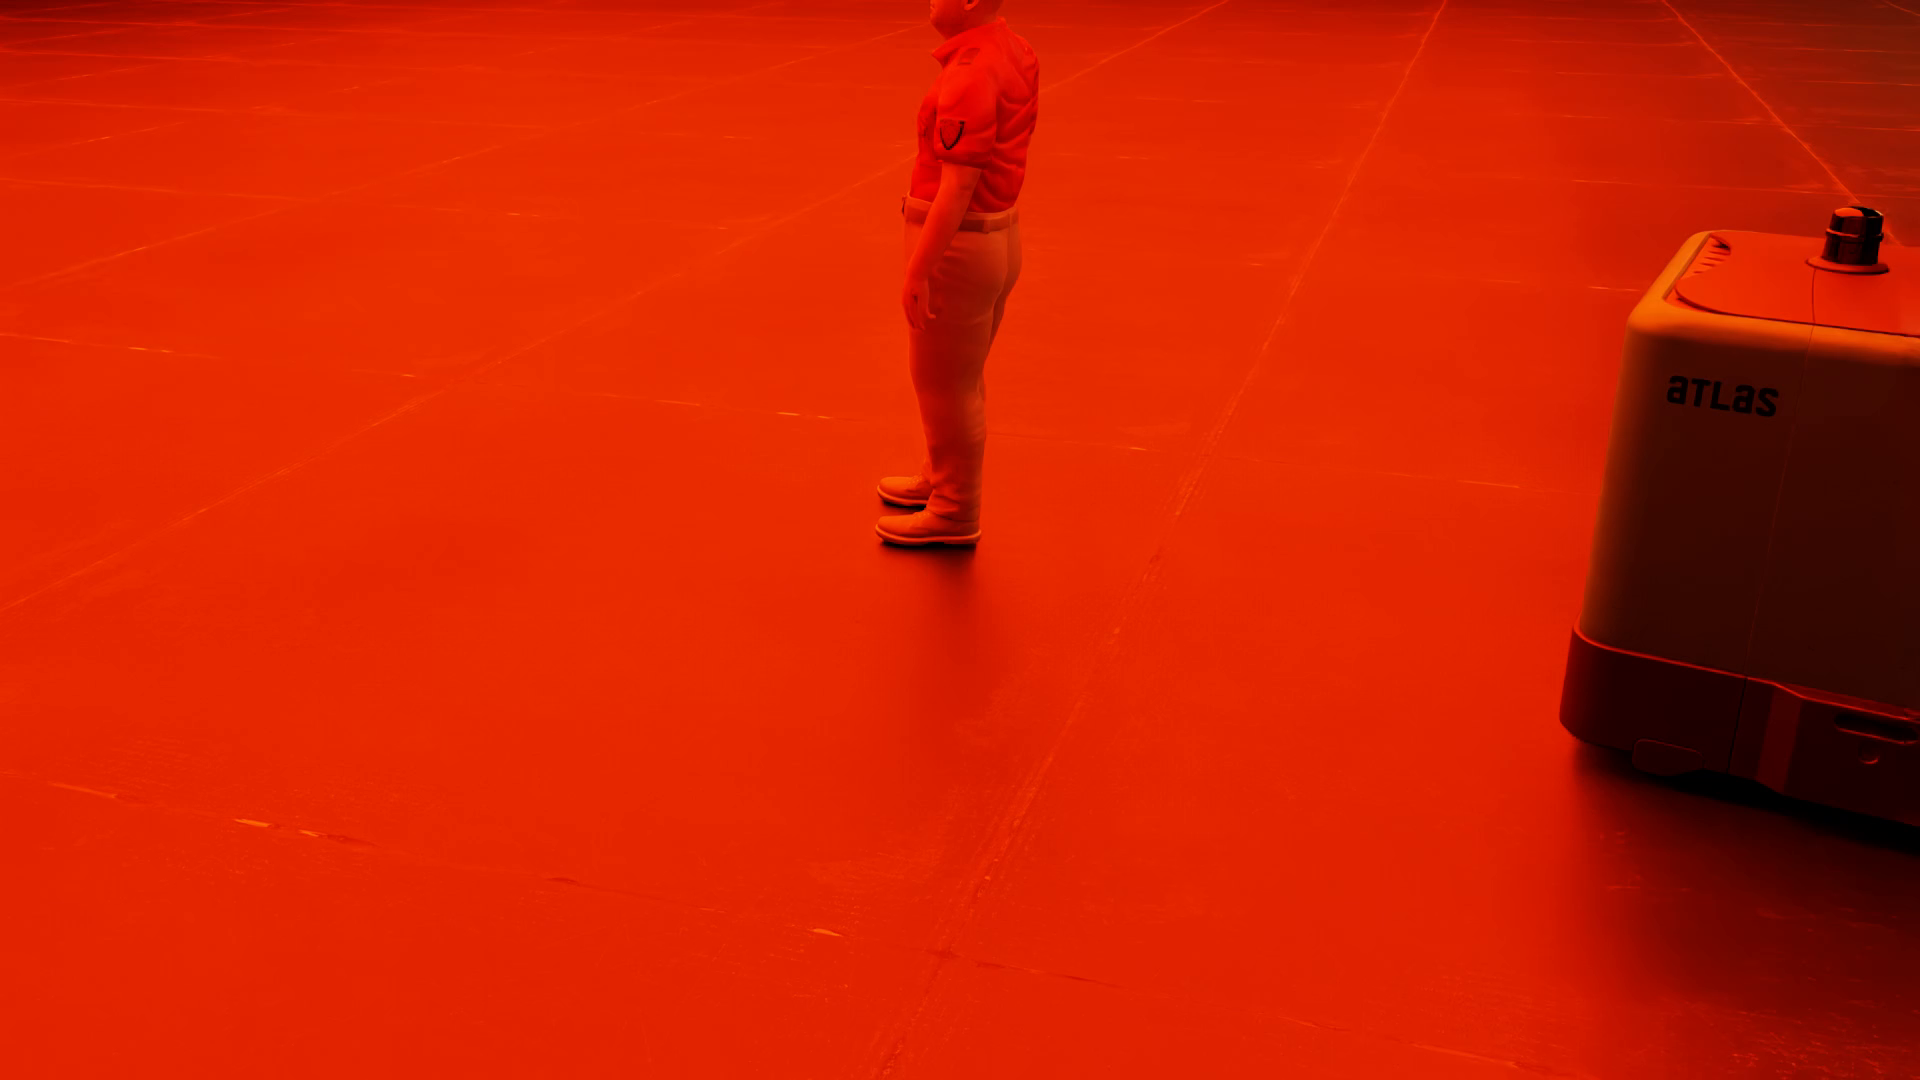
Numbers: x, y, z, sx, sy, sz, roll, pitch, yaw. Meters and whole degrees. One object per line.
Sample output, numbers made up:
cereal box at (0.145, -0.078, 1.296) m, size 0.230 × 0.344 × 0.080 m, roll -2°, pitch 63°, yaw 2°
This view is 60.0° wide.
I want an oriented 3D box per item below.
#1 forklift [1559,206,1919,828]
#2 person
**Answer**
forklift at (2.942, -0.729, 3.047) m, size 3.031 × 2.935 × 1.130 m, roll 12°, pitch 25°, yaw 27°
person at (-0.082, -0.821, 4.823) m, size 0.550 × 1.727 × 0.641 m, roll 7°, pitch 23°, yaw 16°
